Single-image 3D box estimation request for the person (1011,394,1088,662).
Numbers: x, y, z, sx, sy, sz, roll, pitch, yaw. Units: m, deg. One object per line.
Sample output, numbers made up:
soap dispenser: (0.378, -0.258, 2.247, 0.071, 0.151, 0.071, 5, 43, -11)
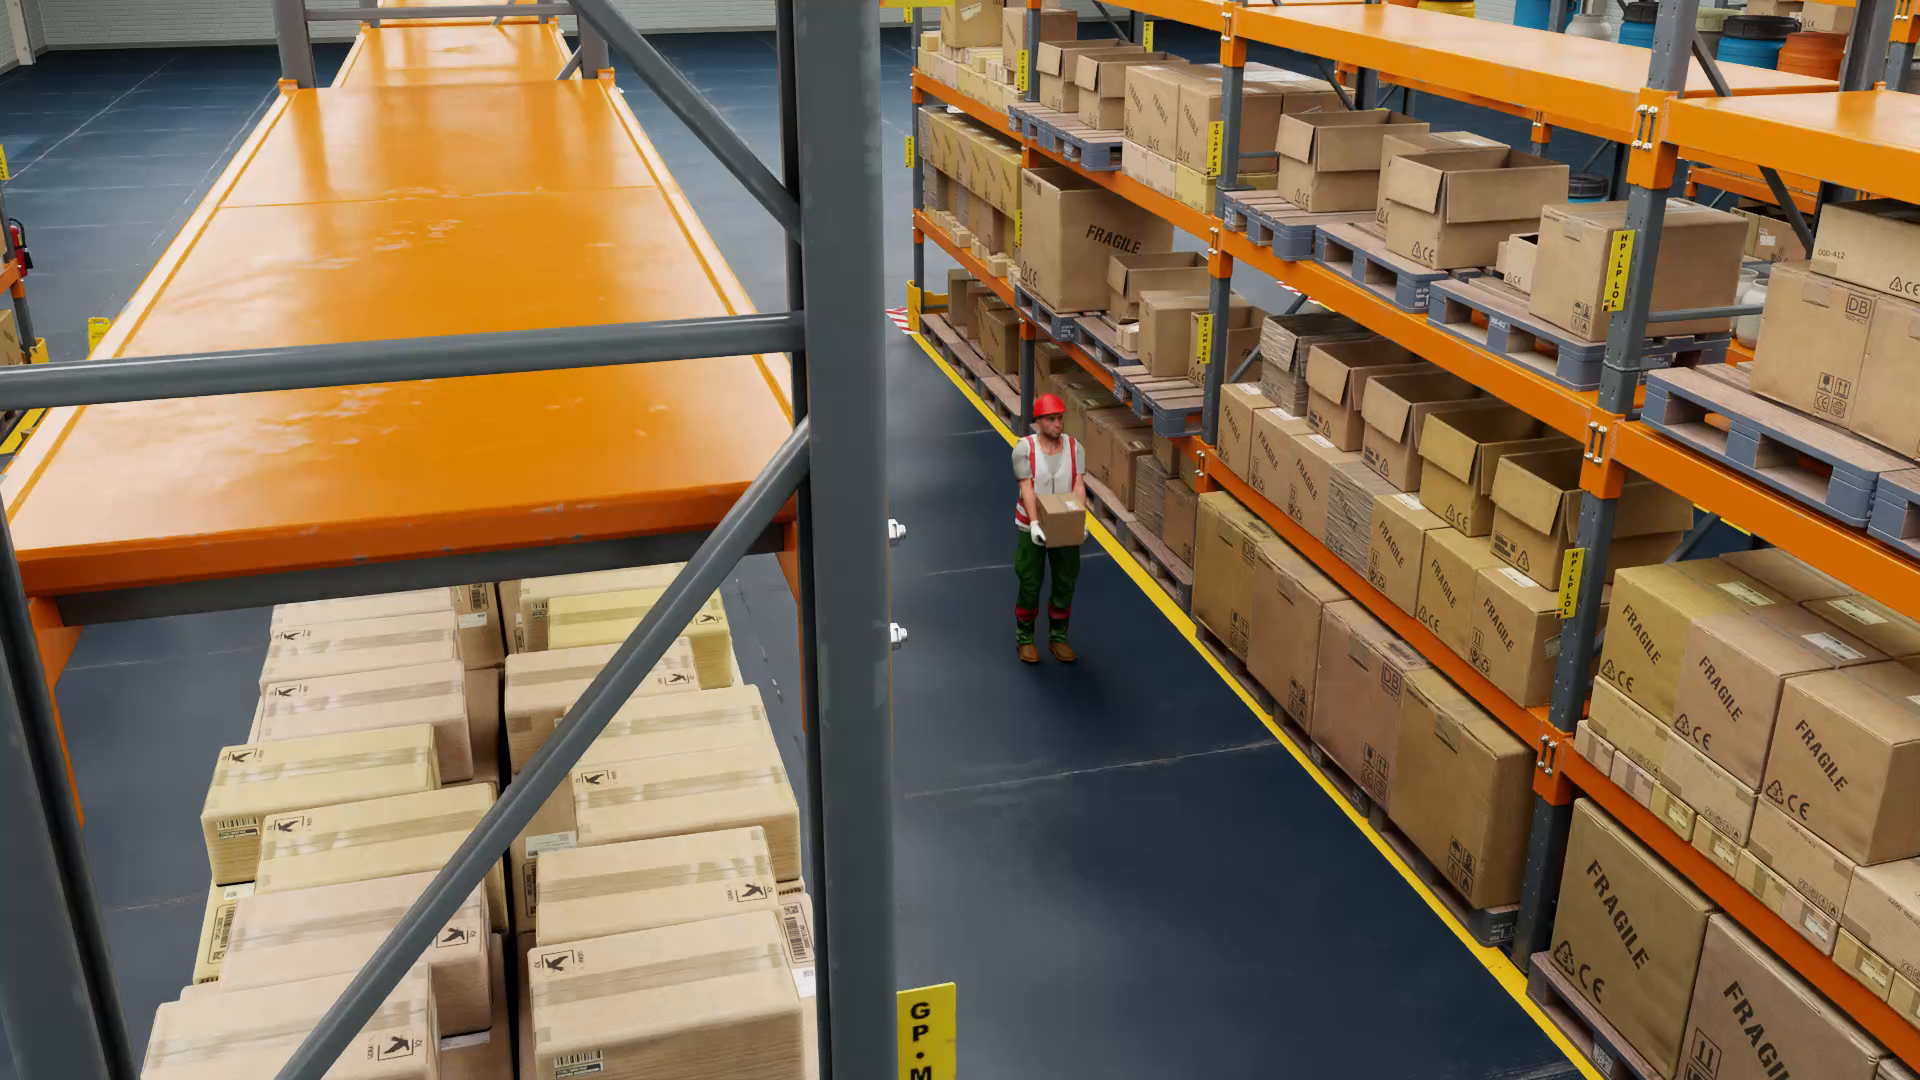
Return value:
person: (0.604, -0.041, 10.741, 0.494, 1.782, 0.569, -6, 23, -14)
